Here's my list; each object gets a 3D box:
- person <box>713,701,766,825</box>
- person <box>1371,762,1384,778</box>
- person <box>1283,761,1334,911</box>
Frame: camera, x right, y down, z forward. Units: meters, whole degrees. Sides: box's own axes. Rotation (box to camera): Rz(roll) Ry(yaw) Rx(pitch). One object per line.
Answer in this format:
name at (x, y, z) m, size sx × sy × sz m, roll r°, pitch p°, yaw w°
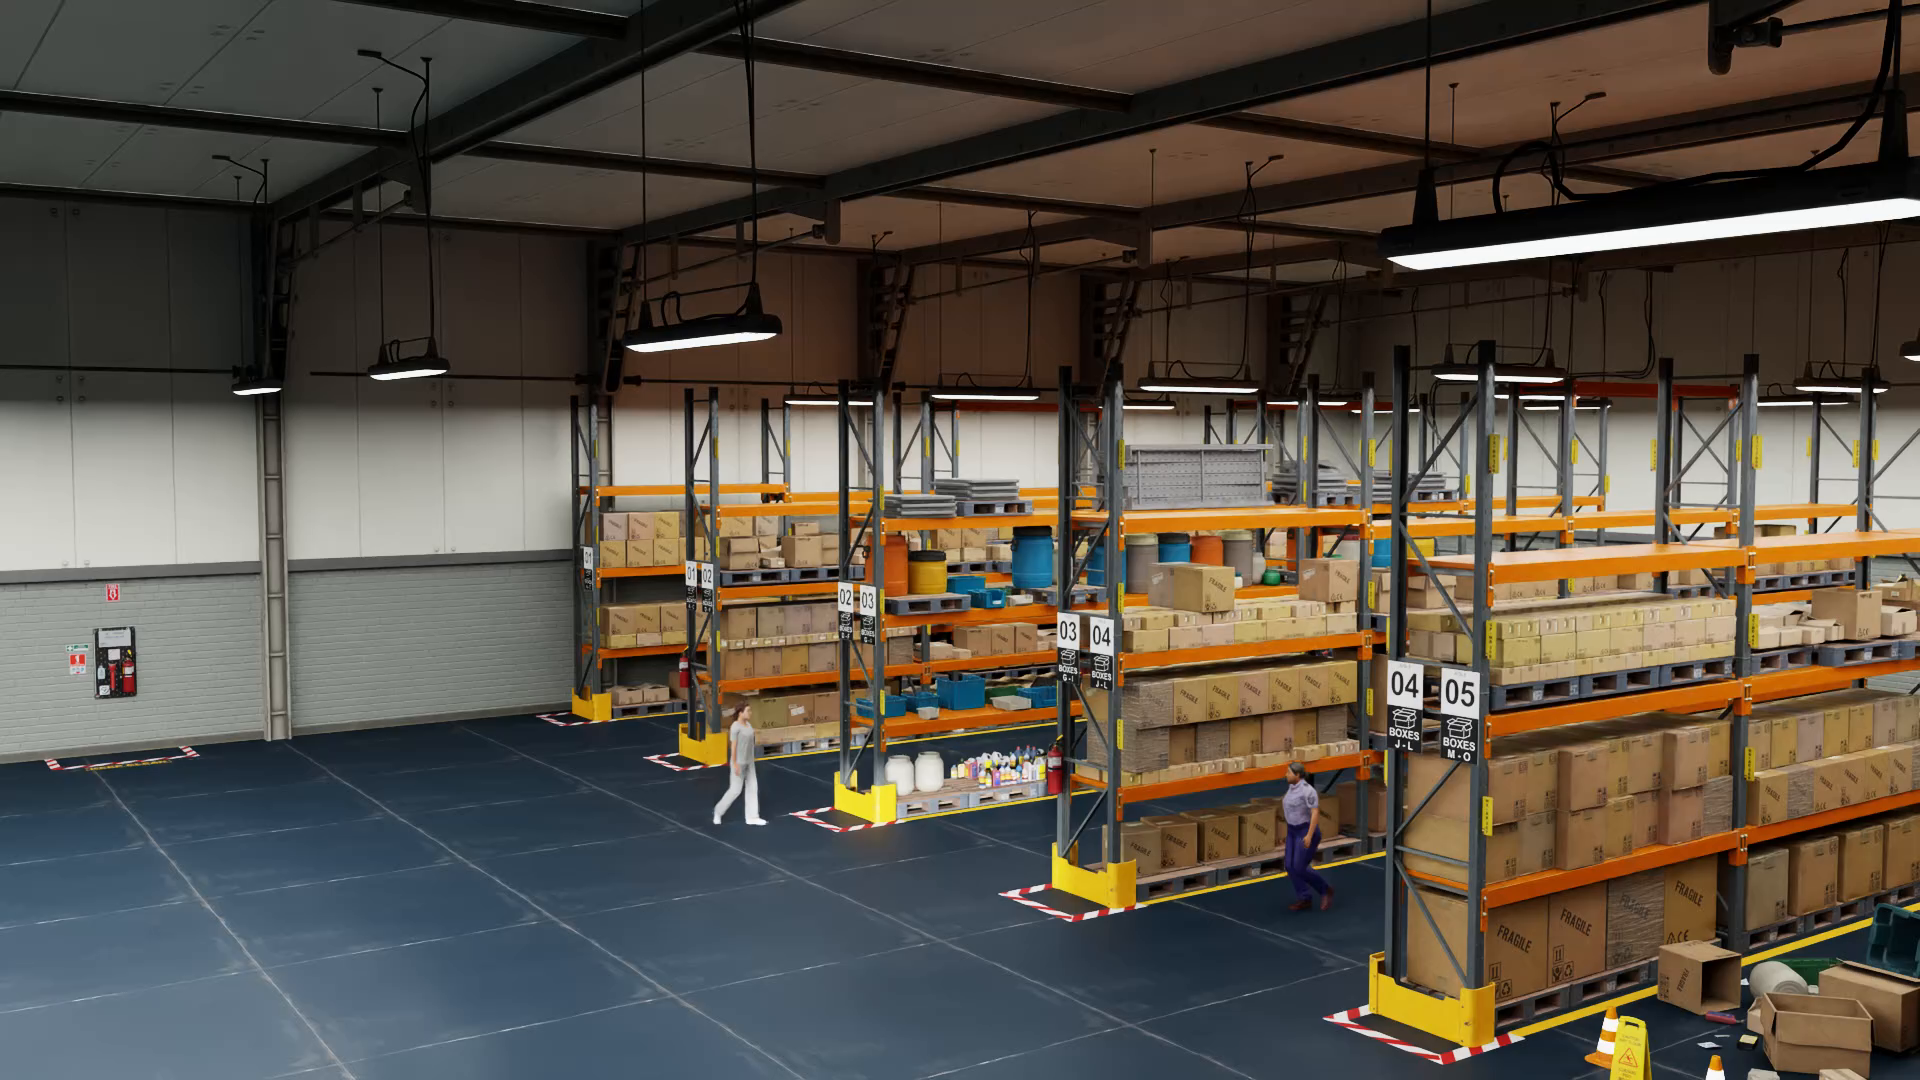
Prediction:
person at (-2.960, 2.992, 22.291) m, size 0.713 × 1.662 × 0.511 m, roll 2°, pitch 4°, yaw 25°
person at (6.020, 2.918, 23.894) m, size 0.402 × 1.604 × 0.467 m, roll -1°, pitch 4°, yaw -23°
person at (3.838, 3.253, 18.363) m, size 0.499 × 1.631 × 0.553 m, roll -1°, pitch 4°, yaw -15°
